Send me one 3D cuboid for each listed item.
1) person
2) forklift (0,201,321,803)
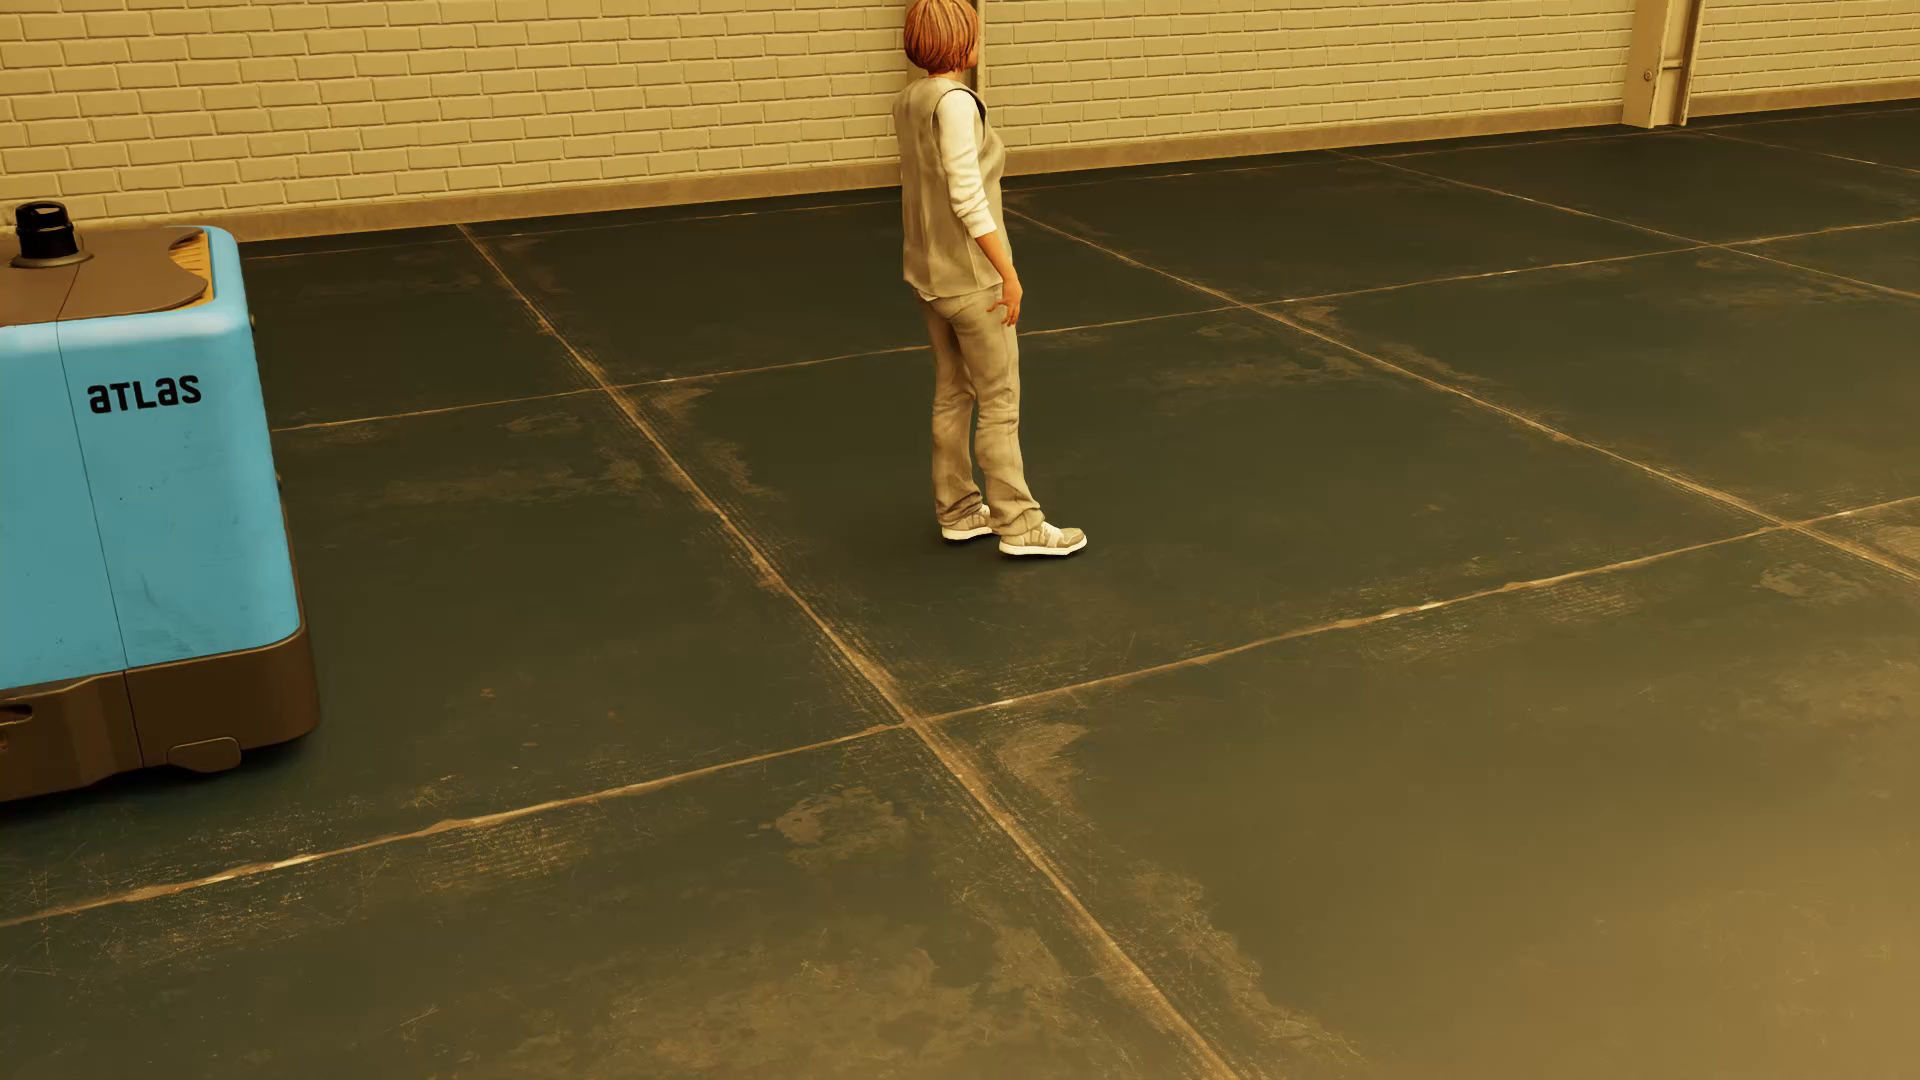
[{"bbox_3d":[0.073,-0.751,4.816,0.473,1.599,0.521,-10,25,-23],"label":"person"},{"bbox_3d":[-3.064,-0.789,3.185,3.031,2.935,1.130,-10,24,-22],"label":"forklift"}]
